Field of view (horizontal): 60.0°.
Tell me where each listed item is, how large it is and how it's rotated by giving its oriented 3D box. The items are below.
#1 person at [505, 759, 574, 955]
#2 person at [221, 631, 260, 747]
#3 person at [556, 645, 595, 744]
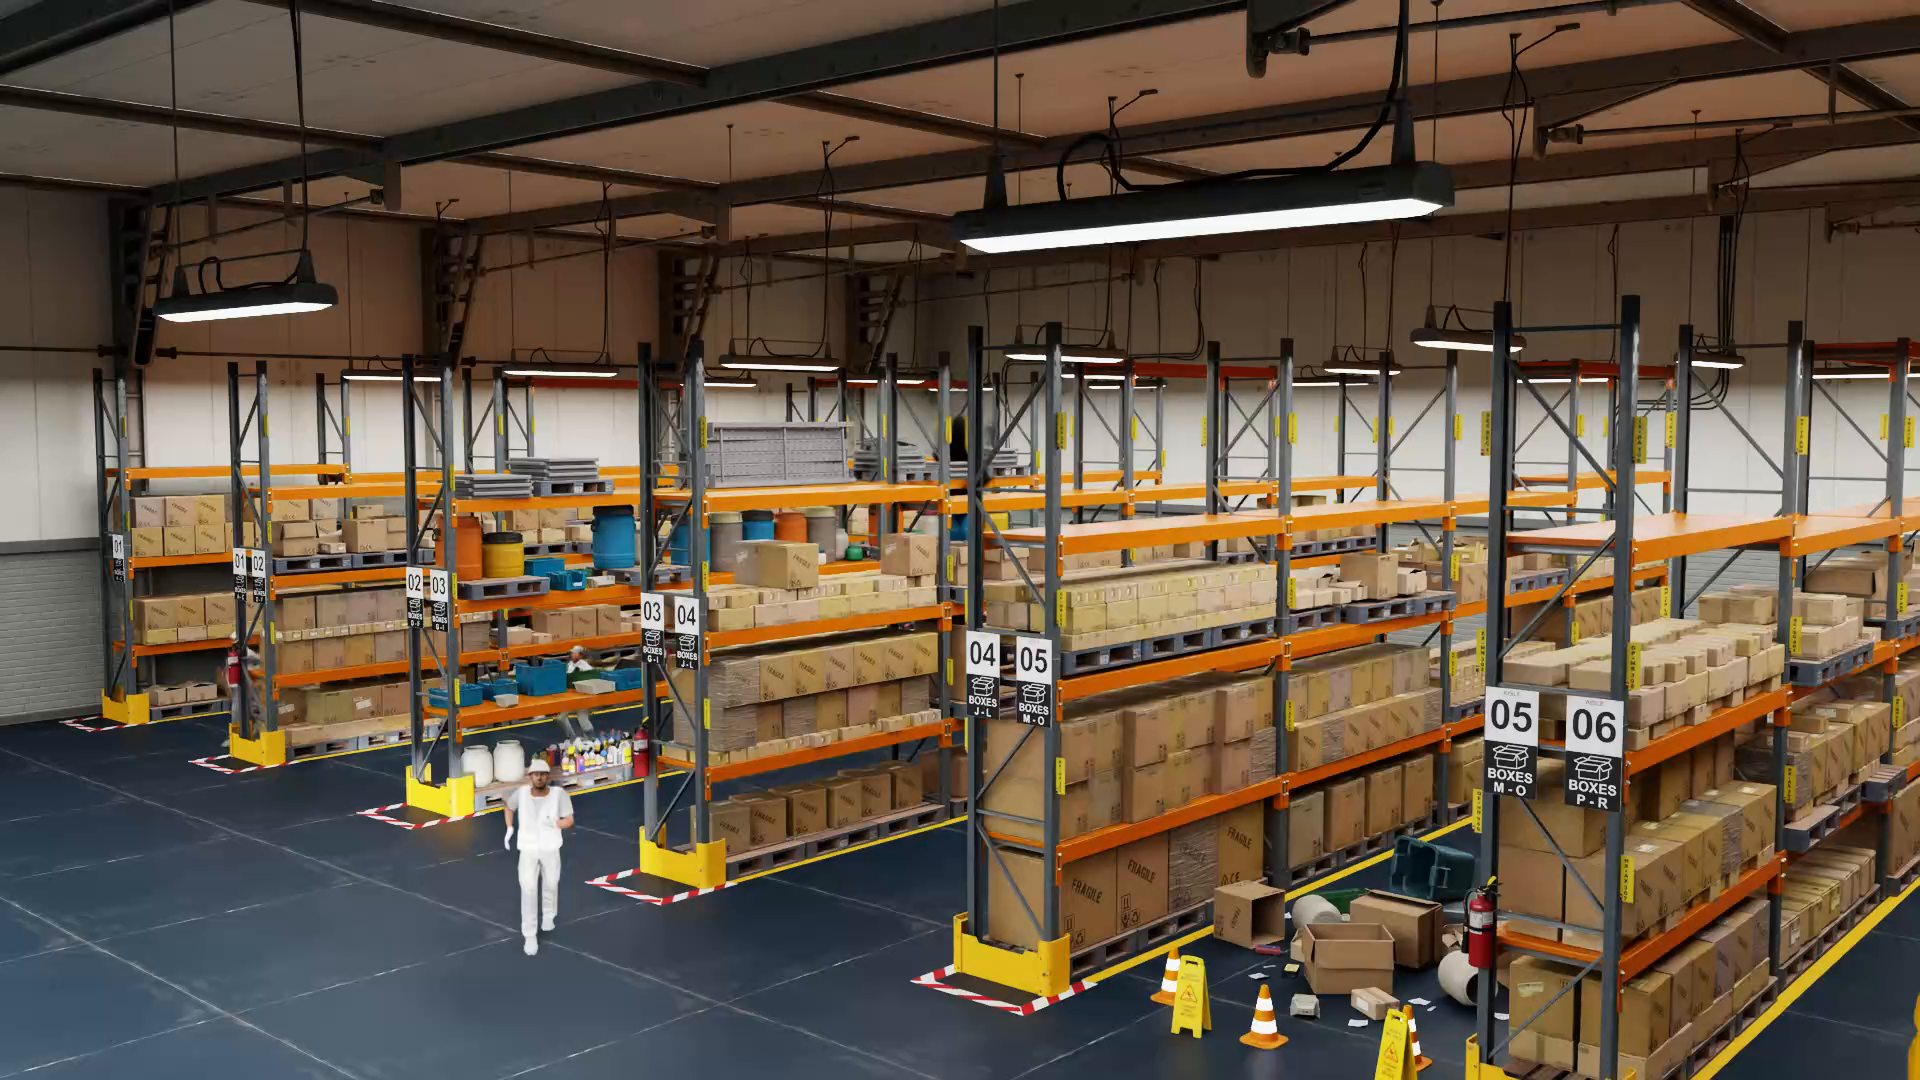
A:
[{"bbox_3d":[-4.131,3.065,16.345,0.665,1.841,0.806,-1,4,-15],"label":"person"},{"bbox_3d":[-11.408,2.318,26.391,0.704,1.780,0.940,2,5,28],"label":"person"},{"bbox_3d":[-5.924,2.456,25.650,0.577,1.679,0.682,2,5,28],"label":"person"}]
